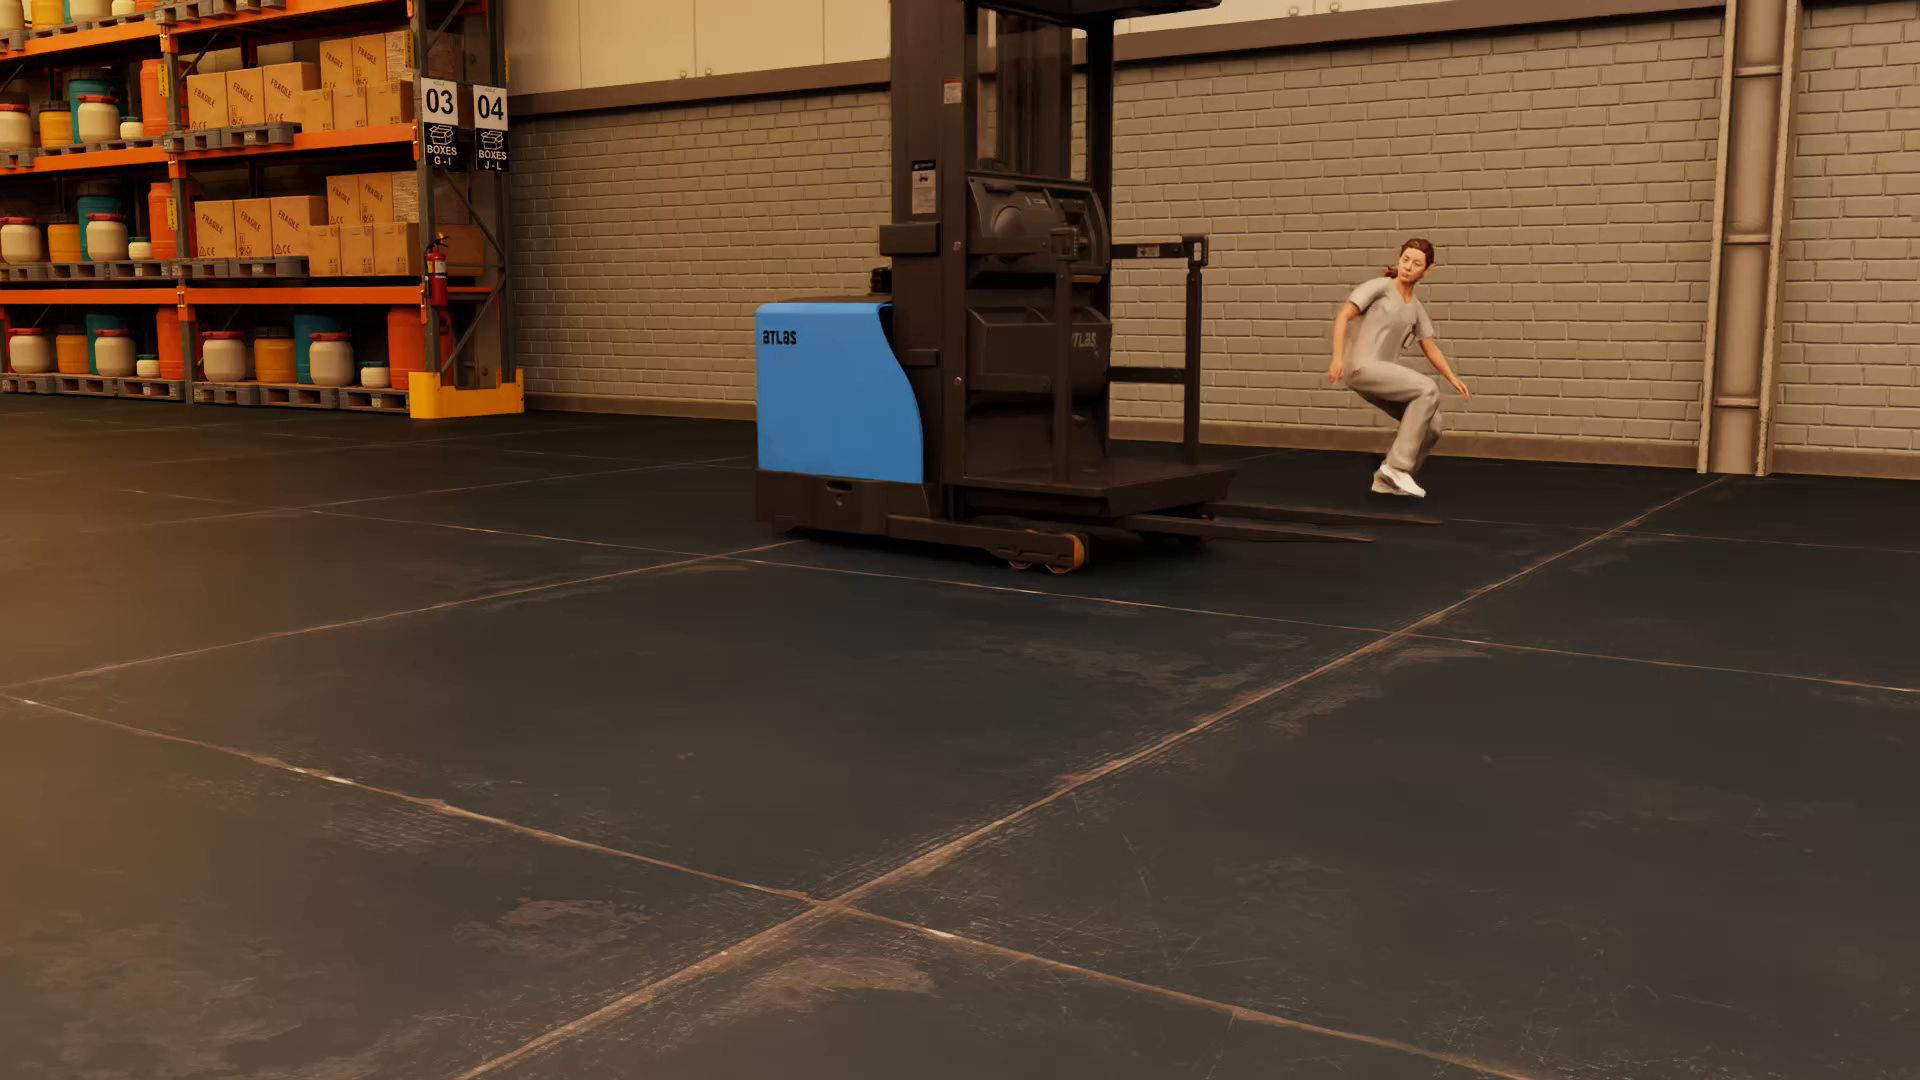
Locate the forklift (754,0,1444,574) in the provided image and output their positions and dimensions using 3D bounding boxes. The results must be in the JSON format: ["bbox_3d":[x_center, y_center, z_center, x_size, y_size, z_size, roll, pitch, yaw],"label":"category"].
[{"bbox_3d":[0.509,-1.397,7.018,3.031,2.935,1.130,6,10,38],"label":"forklift"}]

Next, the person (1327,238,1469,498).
[{"bbox_3d":[2.403,-0.917,9.077,0.616,1.445,0.687,7,11,40],"label":"person"}]
